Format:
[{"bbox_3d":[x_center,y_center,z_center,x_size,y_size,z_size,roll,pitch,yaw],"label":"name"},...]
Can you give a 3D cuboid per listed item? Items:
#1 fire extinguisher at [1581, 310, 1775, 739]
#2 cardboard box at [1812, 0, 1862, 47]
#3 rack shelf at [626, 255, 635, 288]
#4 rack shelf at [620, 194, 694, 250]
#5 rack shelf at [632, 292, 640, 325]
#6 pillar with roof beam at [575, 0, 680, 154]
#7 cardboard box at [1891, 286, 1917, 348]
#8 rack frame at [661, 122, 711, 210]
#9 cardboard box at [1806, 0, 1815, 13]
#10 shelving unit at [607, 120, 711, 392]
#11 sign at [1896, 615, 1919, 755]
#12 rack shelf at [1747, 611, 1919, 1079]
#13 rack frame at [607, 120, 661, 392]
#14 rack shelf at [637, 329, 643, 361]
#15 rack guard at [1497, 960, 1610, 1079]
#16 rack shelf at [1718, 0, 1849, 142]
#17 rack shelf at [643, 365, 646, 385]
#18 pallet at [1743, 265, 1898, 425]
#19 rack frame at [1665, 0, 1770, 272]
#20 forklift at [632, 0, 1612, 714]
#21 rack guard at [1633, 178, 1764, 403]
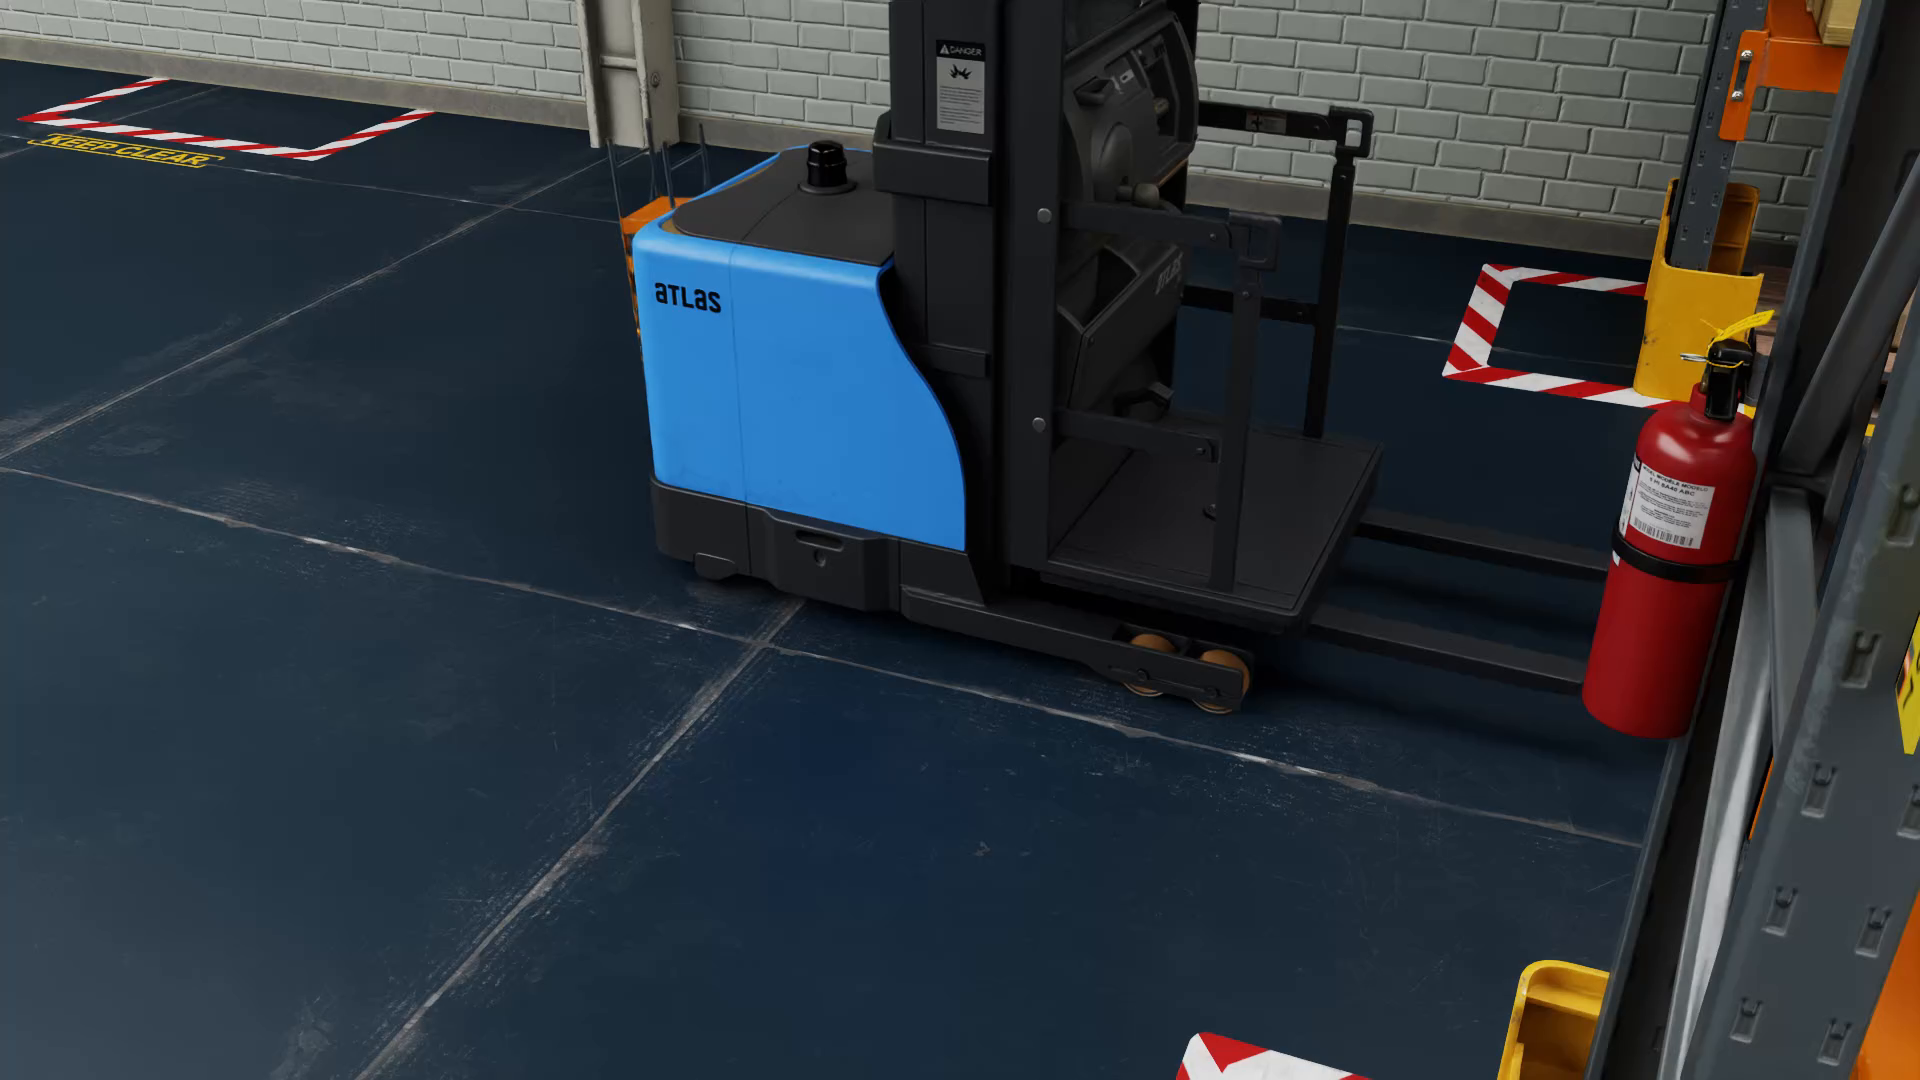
[{"bbox_3d":[1.027,-0.038,2.348,0.183,0.674,0.296,11,31,19],"label":"fire extinguisher"},{"bbox_3d":[3.154,-1.806,5.529,0.500,0.250,0.500,10,31,18],"label":"cardboard box"},{"bbox_3d":[-0.887,-0.866,5.156,0.180,0.103,0.258,8,30,20],"label":"rack shelf"},{"bbox_3d":[-0.894,-0.971,5.099,0.180,0.103,0.258,8,30,20],"label":"rack shelf"},{"bbox_3d":[-0.880,-0.760,5.212,0.180,0.103,0.258,8,30,20],"label":"rack shelf"},{"bbox_3d":[-3.384,-4.121,3.397,0.400,9.000,9.100,11,31,19],"label":"pillar with roof beam"},{"bbox_3d":[3.428,-0.950,6.167,0.500,0.311,0.500,8,30,13],"label":"cardboard box"},{"bbox_3d":[-0.791,-0.682,5.217,0.006,1.200,0.240,8,30,20],"label":"rack frame"},{"bbox_3d":[3.327,-2.043,5.948,0.500,0.250,0.500,12,32,20],"label":"cardboard box"},{"bbox_3d":[-0.876,-0.694,5.248,0.189,1.200,0.258,8,30,20],"label":"shelving unit"},{"bbox_3d":[0.747,0.002,1.237,0.005,0.325,0.100,11,31,19],"label":"sign"},{"bbox_3d":[2.815,0.845,1.438,4.000,0.370,1.077,11,31,19],"label":"rack shelf"},{"bbox_3d":[-0.961,-0.705,5.279,0.006,1.200,0.240,8,30,20],"label":"rack frame"},{"bbox_3d":[-0.874,-0.655,5.269,0.180,0.103,0.258,8,30,20],"label":"rack shelf"},{"bbox_3d":[0.939,1.245,2.539,0.348,0.500,1.175,11,31,19],"label":"rack guard"},{"bbox_3d":[4.674,-1.415,5.435,4.000,0.370,1.077,11,31,19],"label":"rack shelf"},{"bbox_3d":[-0.867,-0.549,5.326,0.180,0.103,0.258,8,30,20],"label":"rack shelf"},{"bbox_3d":[3.631,-0.703,6.280,1.213,0.211,1.003,11,31,19],"label":"pallet"},{"bbox_3d":[2.821,-2.098,5.913,0.127,3.000,1.000,11,31,19],"label":"rack frame"},{"bbox_3d":[0.635,-1.112,4.238,3.031,2.935,1.130,12,32,21],"label":"forklift"},{"bbox_3d":[2.891,-0.996,6.503,0.348,0.500,1.175,11,31,19],"label":"rack guard"}]
